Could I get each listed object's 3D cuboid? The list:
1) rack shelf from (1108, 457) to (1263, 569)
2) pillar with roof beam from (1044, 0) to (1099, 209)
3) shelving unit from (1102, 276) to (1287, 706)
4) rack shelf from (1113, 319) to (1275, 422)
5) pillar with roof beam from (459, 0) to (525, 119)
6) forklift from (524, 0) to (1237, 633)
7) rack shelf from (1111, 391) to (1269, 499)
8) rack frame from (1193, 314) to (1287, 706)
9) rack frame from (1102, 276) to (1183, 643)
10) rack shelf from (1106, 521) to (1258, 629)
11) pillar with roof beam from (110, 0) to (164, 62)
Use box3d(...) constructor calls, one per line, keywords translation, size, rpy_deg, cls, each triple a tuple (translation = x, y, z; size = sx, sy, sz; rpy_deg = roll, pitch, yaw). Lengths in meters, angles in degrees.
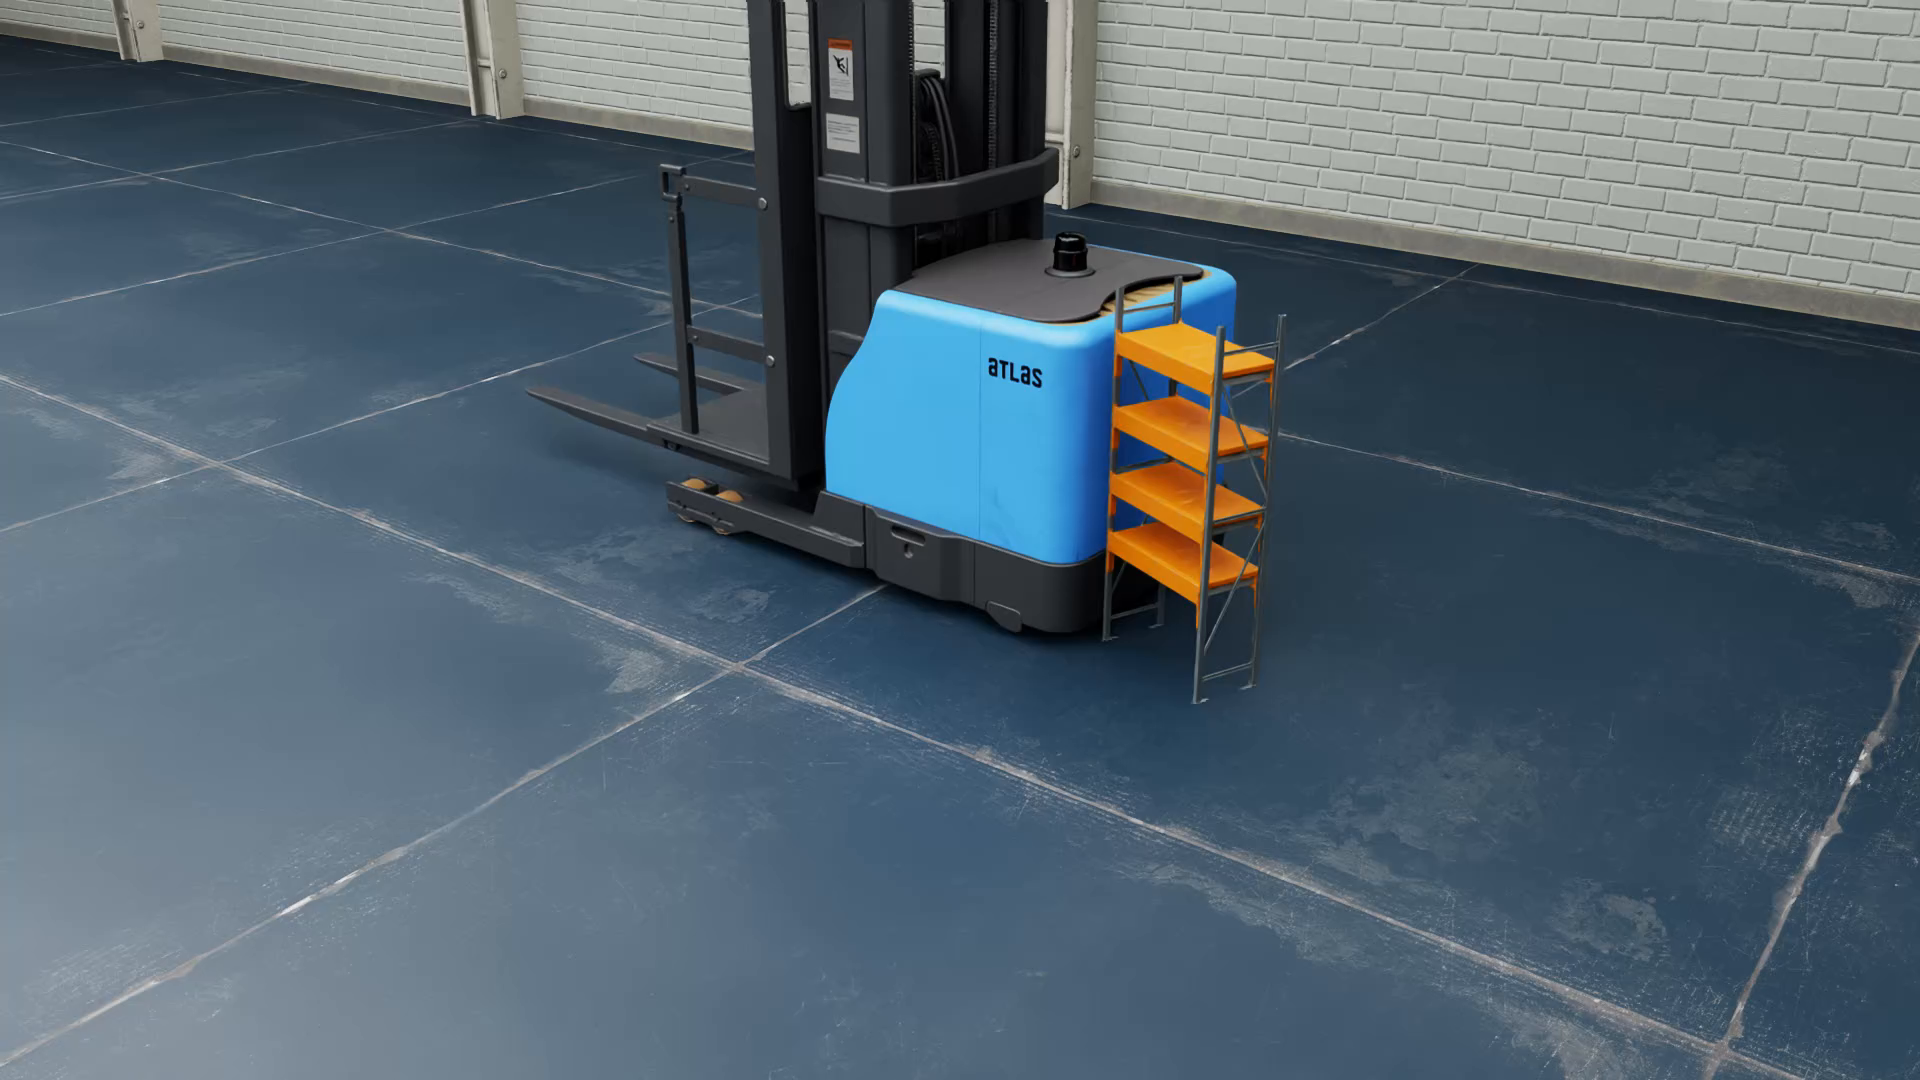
box3d(translation=(0.700, -0.090, 5.134), size=(0.258, 0.148, 0.480), rpy_deg=(-13, 27, -27), cls="rack shelf")
box3d(translation=(-1.907, -5.089, 6.639), size=(0.400, 9.000, 9.100), rpy_deg=(17, 29, 33), cls="pillar with roof beam")
box3d(translation=(0.700, -0.152, 5.107), size=(0.258, 1.200, 0.503), rpy_deg=(-13, 27, -27), cls="shelving unit")
box3d(translation=(0.700, -0.511, 4.948), size=(0.258, 0.148, 0.480), rpy_deg=(-13, 27, -27), cls="rack shelf")
box3d(translation=(-6.708, -6.540, 9.932), size=(0.400, 9.000, 9.100), rpy_deg=(17, 29, 33), cls="pillar with roof beam")
box3d(translation=(-0.499, -1.506, 6.032), size=(3.031, 2.935, 1.130), rpy_deg=(18, 30, 35), cls="forklift")
box3d(translation=(0.700, -0.295, 5.043), size=(0.258, 0.148, 0.480), rpy_deg=(-13, 27, -27), cls="rack shelf")
box3d(translation=(0.822, -0.067, 4.913), size=(0.240, 1.200, 0.015), rpy_deg=(-13, 27, -27), cls="rack frame")
box3d(translation=(0.577, -0.237, 5.300), size=(0.240, 1.200, 0.015), rpy_deg=(-13, 27, -27), cls="rack frame")
box3d(translation=(0.700, 0.091, 5.214), size=(0.258, 0.148, 0.480), rpy_deg=(-13, 27, -27), cls="rack shelf")
box3d(translation=(-11.510, -7.990, 13.225), size=(0.400, 9.000, 9.100), rpy_deg=(17, 29, 33), cls="pillar with roof beam")
